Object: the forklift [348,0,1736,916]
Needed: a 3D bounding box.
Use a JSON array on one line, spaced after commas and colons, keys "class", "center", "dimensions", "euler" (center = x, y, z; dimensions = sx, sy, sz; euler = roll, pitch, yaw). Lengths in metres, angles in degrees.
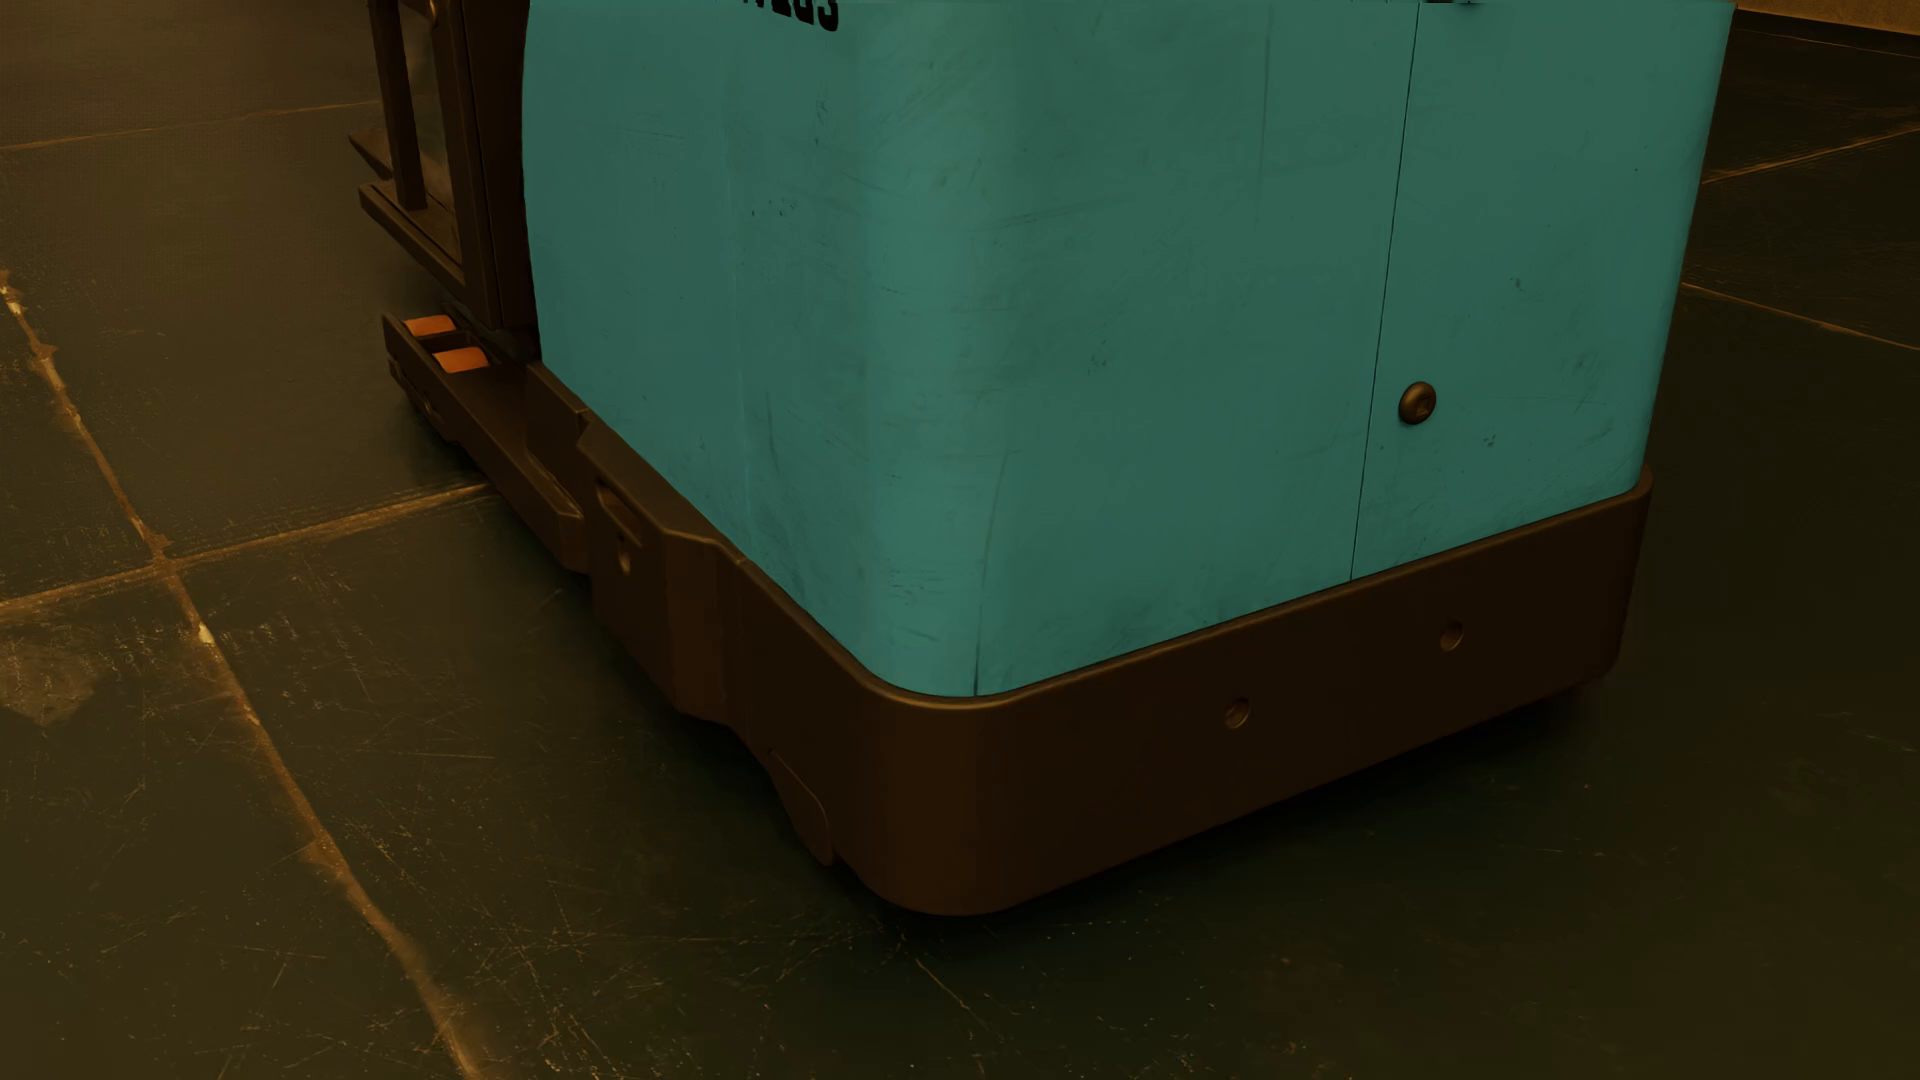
[{"class": "forklift", "center": [-0.368, -1.566, 2.352], "dimensions": [1.130, 2.935, 3.031], "euler": [-15, 30, -27]}]
